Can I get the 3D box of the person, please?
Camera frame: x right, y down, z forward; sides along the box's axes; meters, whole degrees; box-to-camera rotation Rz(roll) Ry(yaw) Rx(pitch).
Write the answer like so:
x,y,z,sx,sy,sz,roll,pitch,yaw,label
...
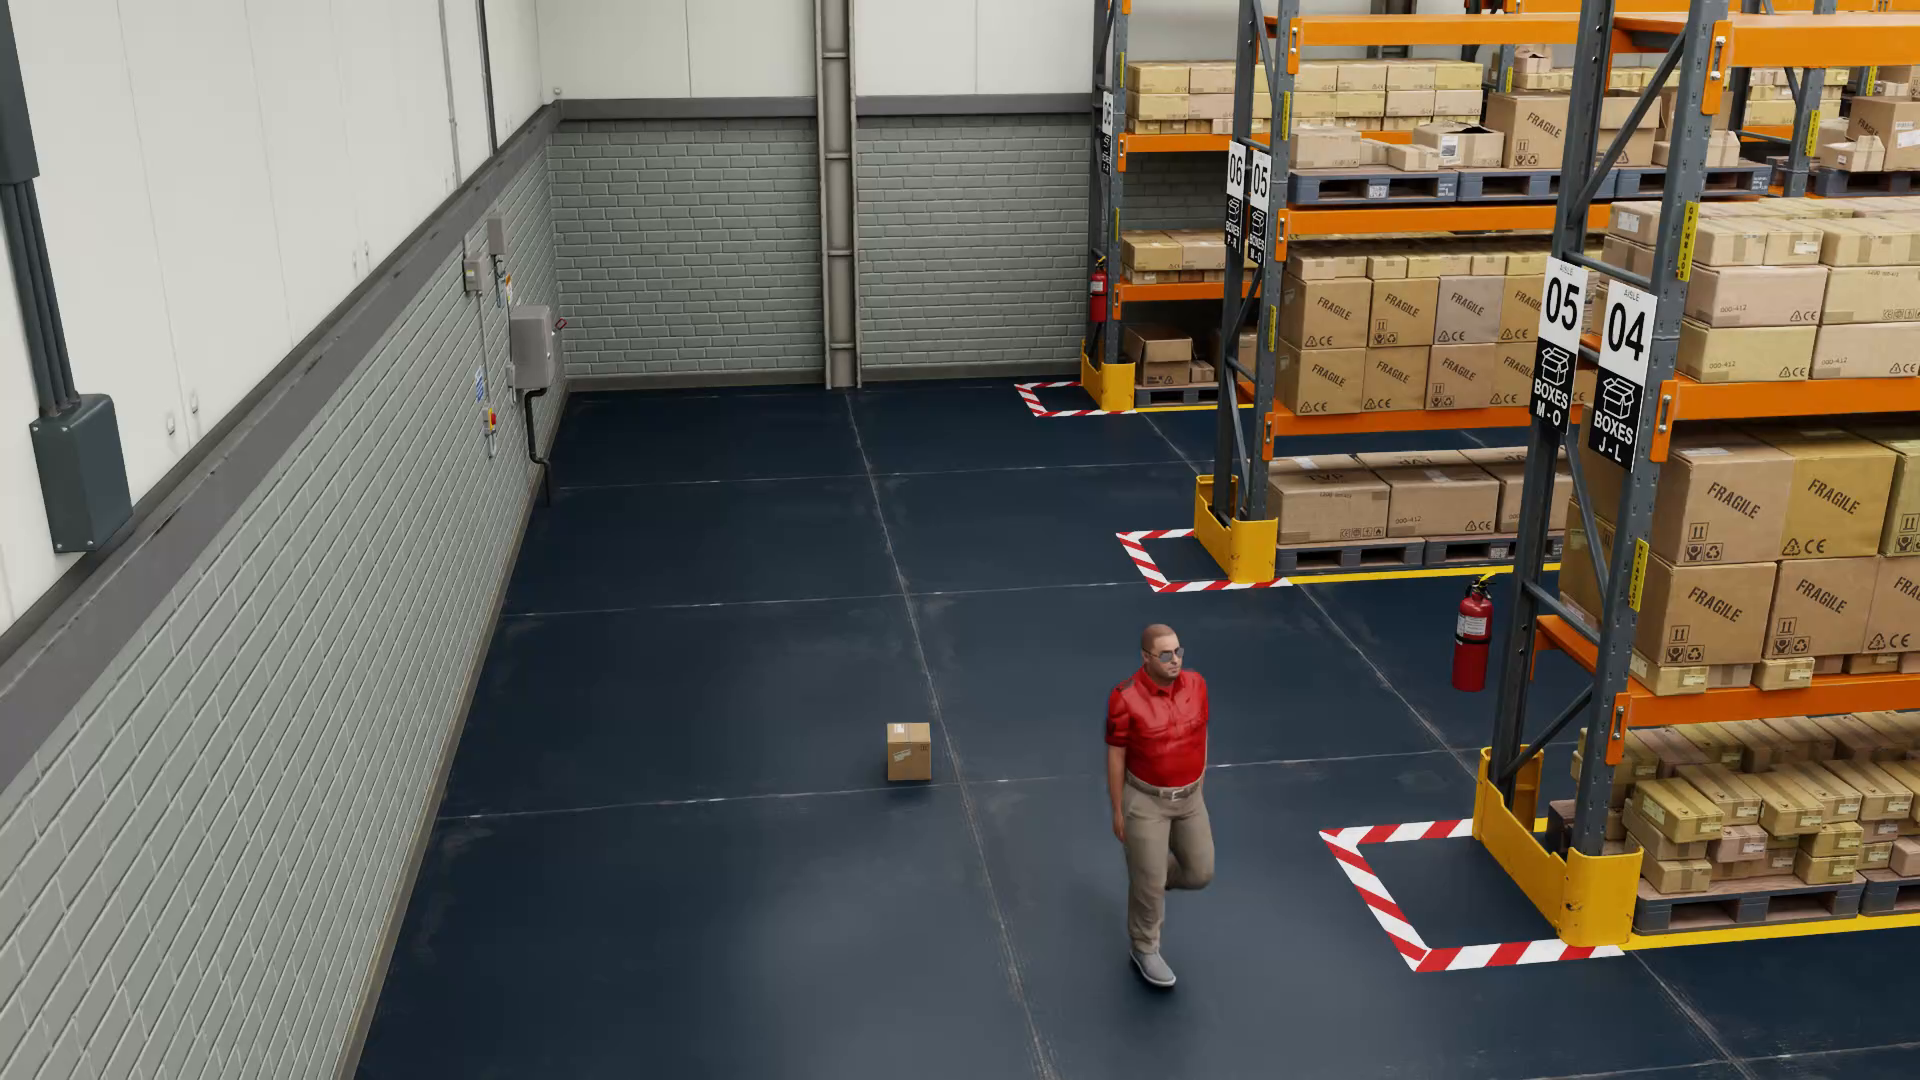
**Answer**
x,y,z,sx,sy,sz,roll,pitch,yaw,label
0.926,1.190,7.748,0.535,1.711,0.585,-10,22,-25,person
